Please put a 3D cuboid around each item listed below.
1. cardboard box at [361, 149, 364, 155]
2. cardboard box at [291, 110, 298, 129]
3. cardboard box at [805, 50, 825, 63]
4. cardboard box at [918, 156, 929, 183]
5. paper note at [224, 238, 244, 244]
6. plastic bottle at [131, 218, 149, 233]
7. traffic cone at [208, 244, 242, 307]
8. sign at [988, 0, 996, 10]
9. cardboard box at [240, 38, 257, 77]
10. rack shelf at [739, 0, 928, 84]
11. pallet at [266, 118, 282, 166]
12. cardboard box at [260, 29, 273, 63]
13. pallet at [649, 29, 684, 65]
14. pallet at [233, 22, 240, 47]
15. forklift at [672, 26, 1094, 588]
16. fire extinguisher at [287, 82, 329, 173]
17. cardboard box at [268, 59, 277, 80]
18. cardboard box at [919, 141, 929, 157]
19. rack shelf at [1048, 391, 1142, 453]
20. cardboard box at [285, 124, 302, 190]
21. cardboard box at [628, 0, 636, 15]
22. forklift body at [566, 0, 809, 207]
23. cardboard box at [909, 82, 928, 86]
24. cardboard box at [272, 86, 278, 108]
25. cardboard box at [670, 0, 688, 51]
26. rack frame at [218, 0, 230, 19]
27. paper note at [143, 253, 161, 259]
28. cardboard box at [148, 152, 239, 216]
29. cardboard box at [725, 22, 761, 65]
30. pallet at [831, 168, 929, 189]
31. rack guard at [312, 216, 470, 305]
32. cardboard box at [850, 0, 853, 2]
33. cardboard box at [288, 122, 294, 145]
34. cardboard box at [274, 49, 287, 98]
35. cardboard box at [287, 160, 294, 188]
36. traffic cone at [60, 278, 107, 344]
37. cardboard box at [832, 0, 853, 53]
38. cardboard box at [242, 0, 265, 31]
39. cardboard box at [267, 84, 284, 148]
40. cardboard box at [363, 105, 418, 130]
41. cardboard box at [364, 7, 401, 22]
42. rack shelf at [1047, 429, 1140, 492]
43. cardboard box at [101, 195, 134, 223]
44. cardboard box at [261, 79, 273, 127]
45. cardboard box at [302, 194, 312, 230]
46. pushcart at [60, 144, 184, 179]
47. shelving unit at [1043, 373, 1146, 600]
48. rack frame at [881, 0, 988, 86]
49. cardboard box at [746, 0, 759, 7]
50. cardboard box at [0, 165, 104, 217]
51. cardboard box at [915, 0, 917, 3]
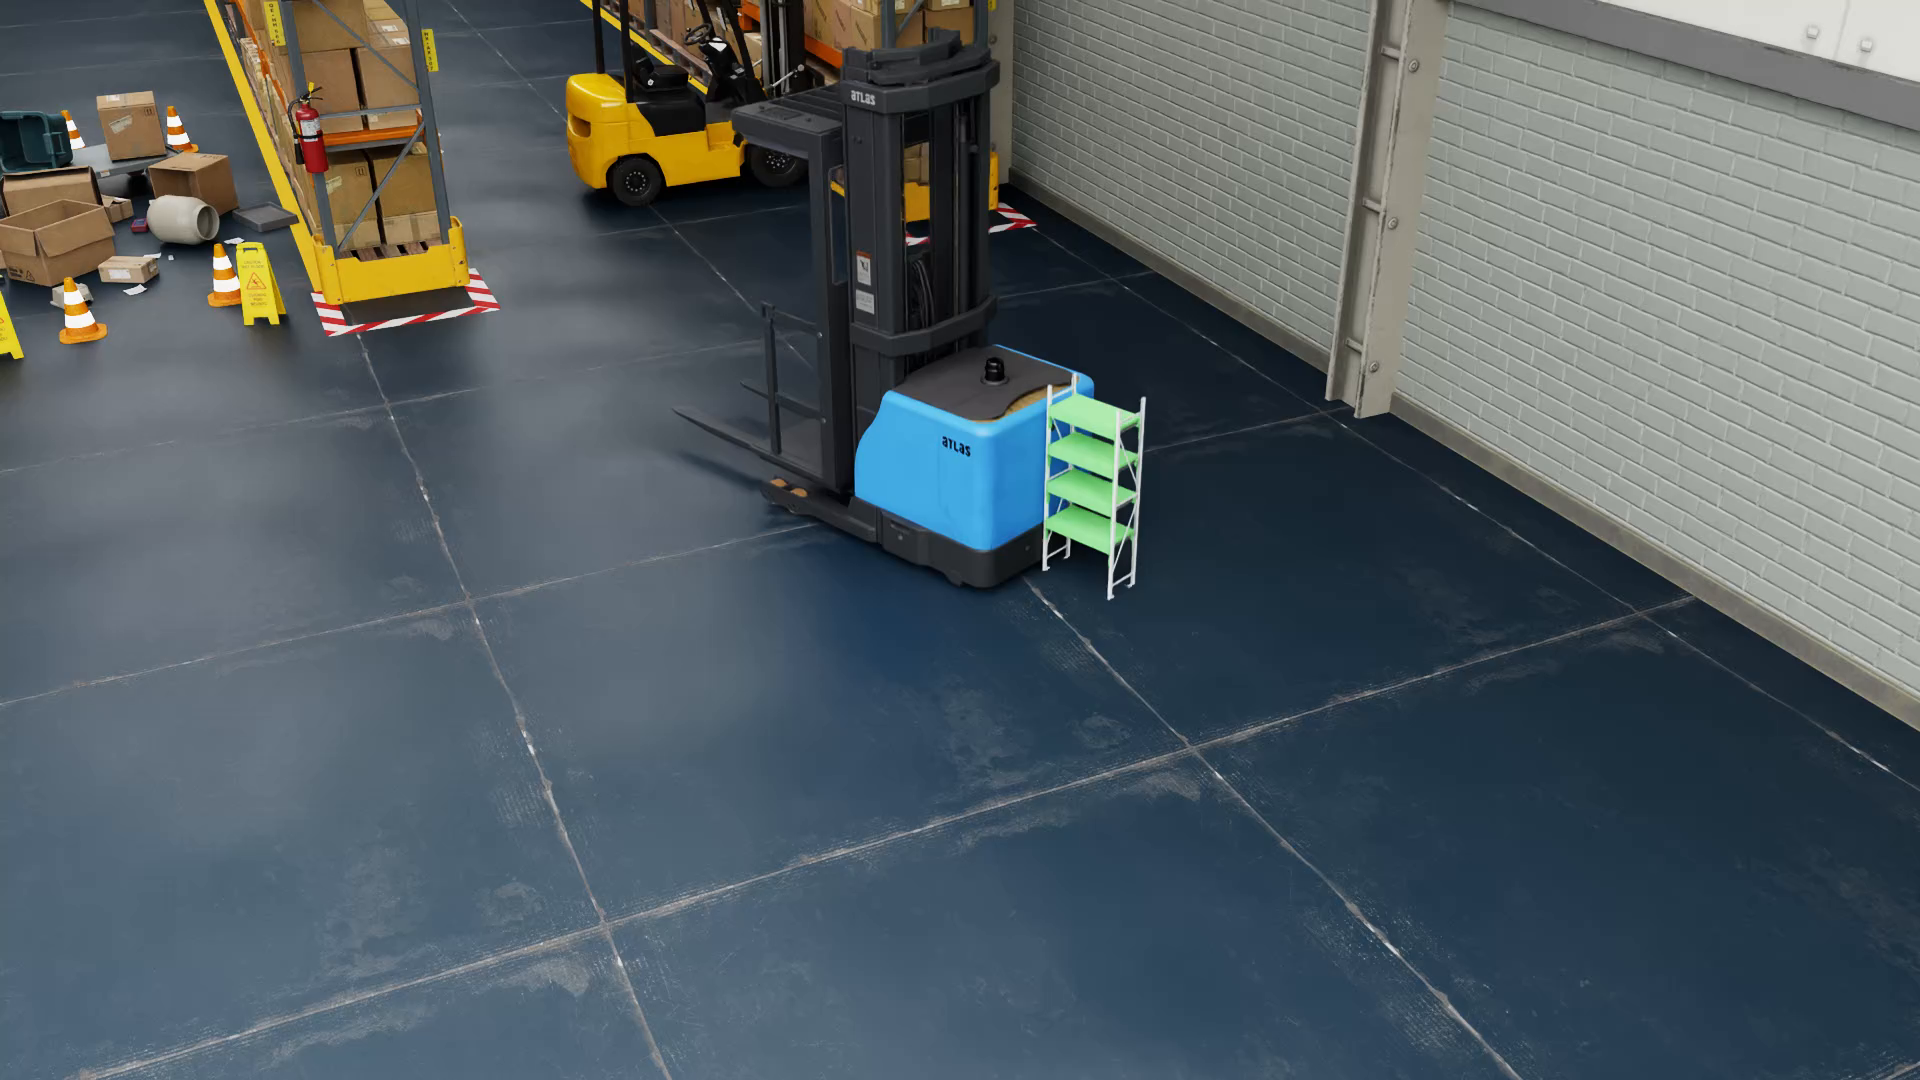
[{"bbox_3d":[-5.041,-3.360,14.763,0.500,0.500,0.500,-14,32,-24],"label":"cardboard box"},{"bbox_3d":[-5.268,-3.493,13.643,0.380,0.149,0.250,-13,32,-23],"label":"cardboard box"},{"bbox_3d":[-1.583,-4.900,17.254,0.500,0.250,0.500,-12,31,-20],"label":"cardboard box"},{"bbox_3d":[-0.258,-3.680,16.100,0.500,0.250,0.500,-13,32,-22],"label":"cardboard box"},{"bbox_3d":[-6.550,-2.705,15.015,0.148,0.019,0.142,26,38,38],"label":"paper note"},{"bbox_3d":[-7.562,-2.915,15.360,0.133,0.061,0.283,-8,30,-13],"label":"plastic bottle"},{"bbox_3d":[-6.055,-2.207,13.685,0.336,0.463,0.334,-13,32,-22],"label":"traffic cone"},{"bbox_3d":[0.280,-4.964,15.042,0.100,0.325,0.005,-13,32,-22],"label":"sign"},{"bbox_3d":[-7.906,-5.713,19.602,0.950,0.372,0.625,-15,33,-25],"label":"cardboard box"},{"bbox_3d":[-1.083,-5.008,16.822,1.077,0.370,4.000,-13,32,-22],"label":"rack shelf"},{"bbox_3d":[-6.758,-4.288,17.654,1.003,0.211,1.213,-13,32,-22],"label":"pallet"},{"bbox_3d":[-6.045,-4.640,15.024,0.500,0.500,0.500,-13,32,-22],"label":"cardboard box"},{"bbox_3d":[-3.340,-6.384,21.391,1.003,0.211,1.213,-13,32,-22],"label":"pallet"},{"bbox_3d":[-8.930,-6.614,21.802,1.003,0.211,1.213,-13,32,-22],"label":"pallet"},{"bbox_3d":[-0.626,-1.606,10.089,3.031,2.935,1.130,24,37,36],"label":"forklift"},{"bbox_3d":[-5.072,-3.213,12.965,0.296,0.674,0.183,-13,32,-22],"label":"fire extinguisher"},{"bbox_3d":[-6.036,-4.278,15.042,0.380,0.149,0.250,-13,32,-22],"label":"cardboard box"},{"bbox_3d":[-0.238,-3.891,15.966,0.500,0.250,0.500,-12,32,-21],"label":"cardboard box"},{"bbox_3d":[0.758,-0.664,9.330,0.480,0.148,0.258,24,37,36],"label":"rack shelf"},{"bbox_3d":[-5.722,-3.458,14.939,0.500,0.500,0.500,-14,32,-23],"label":"cardboard box"},{"bbox_3d":[-4.239,-7.430,22.532,0.500,0.500,0.500,-14,32,-23],"label":"cardboard box"},{"bbox_3d":[-2.686,-4.522,16.088,2.313,2.155,1.214,-13,32,-22],"label":"forklift body"},{"bbox_3d":[-0.477,-4.330,16.237,0.500,0.250,0.500,-13,32,-22],"label":"cardboard box"},{"bbox_3d":[-6.191,-4.143,15.496,0.380,0.149,0.250,-12,31,-20],"label":"cardboard box"},{"bbox_3d":[-3.115,-6.554,20.842,0.875,0.625,0.625,-12,31,-20],"label":"cardboard box"},{"bbox_3d":[-9.857,-8.695,22.662,1.000,3.000,0.127,-13,32,-22],"label":"rack frame"},{"bbox_3d":[-7.138,-2.500,14.662,0.148,0.019,0.142,-3,29,-5],"label":"paper note"},{"bbox_3d":[-7.192,-3.313,15.617,0.500,0.500,0.500,7,30,13],"label":"cardboard box"},{"bbox_3d":[-2.175,-5.580,19.106,0.875,0.625,0.625,-12,31,-20],"label":"cardboard box"},{"bbox_3d":[-0.590,-3.551,16.339,1.003,0.211,1.213,-13,32,-22],"label":"pallet"},{"bbox_3d":[-4.738,-2.337,13.880,1.175,0.500,0.348,-13,32,-22],"label":"rack guard"},{"bbox_3d":[-0.818,-5.093,15.473,0.380,0.149,0.250,-12,32,-21],"label":"cardboard box"},{"bbox_3d":[-5.608,-3.547,14.433,0.380,0.149,0.250,-13,32,-21],"label":"cardboard box"},{"bbox_3d":[-5.398,-3.971,13.832,0.500,0.500,0.500,-13,32,-22],"label":"cardboard box"},{"bbox_3d":[-6.174,-3.594,15.947,0.500,0.250,0.500,-11,31,-19],"label":"cardboard box"},{"bbox_3d":[-6.912,-1.823,13.001,0.336,0.463,0.334,-13,32,-22],"label":"traffic cone"},{"bbox_3d":[-0.887,-4.875,15.747,0.500,0.500,0.500,-12,31,-20],"label":"cardboard box"},{"bbox_3d":[-5.644,-4.612,13.952,0.700,0.500,0.500,-13,32,-23],"label":"cardboard box"},{"bbox_3d":[-6.413,-4.155,16.180,0.500,0.500,0.500,-12,31,-20],"label":"cardboard box"},{"bbox_3d":[-4.664,-3.478,13.615,0.380,0.149,0.250,-13,32,-22],"label":"cardboard box"},{"bbox_3d":[-5.103,-4.288,14.396,0.500,0.500,0.500,-14,32,-23],"label":"cardboard box"},{"bbox_3d":[0.758,-0.455,9.447,0.480,0.148,0.258,24,37,36],"label":"rack shelf"},{"bbox_3d":[-8.011,-3.158,15.583,0.396,0.266,0.258,13,32,21],"label":"cardboard box"},{"bbox_3d":[-6.962,-4.746,17.877,0.950,0.372,0.625,-11,31,-19],"label":"cardboard box"},{"bbox_3d":[-5.511,-2.909,14.726,0.500,0.250,0.500,-13,32,-22],"label":"cardboard box"},{"bbox_3d":[-8.460,-3.516,16.108,0.936,0.377,1.648,26,38,38],"label":"pushcart"},{"bbox_3d":[0.758,-0.301,9.533,0.503,1.200,0.258,24,37,36],"label":"shelving unit"},{"bbox_3d":[-0.224,-4.438,15.070,1.000,3.000,0.127,-13,32,-22],"label":"rack frame"},{"bbox_3d":[-1.986,-5.998,17.749,0.500,0.500,0.500,-14,32,-23],"label":"cardboard box"},{"bbox_3d":[-8.155,-3.020,14.955,0.797,0.637,0.503,-13,32,-22],"label":"cardboard box"},{"bbox_3d":[-0.299,-5.064,15.422,0.380,0.149,0.250,-13,32,-22],"label":"cardboard box"}]
